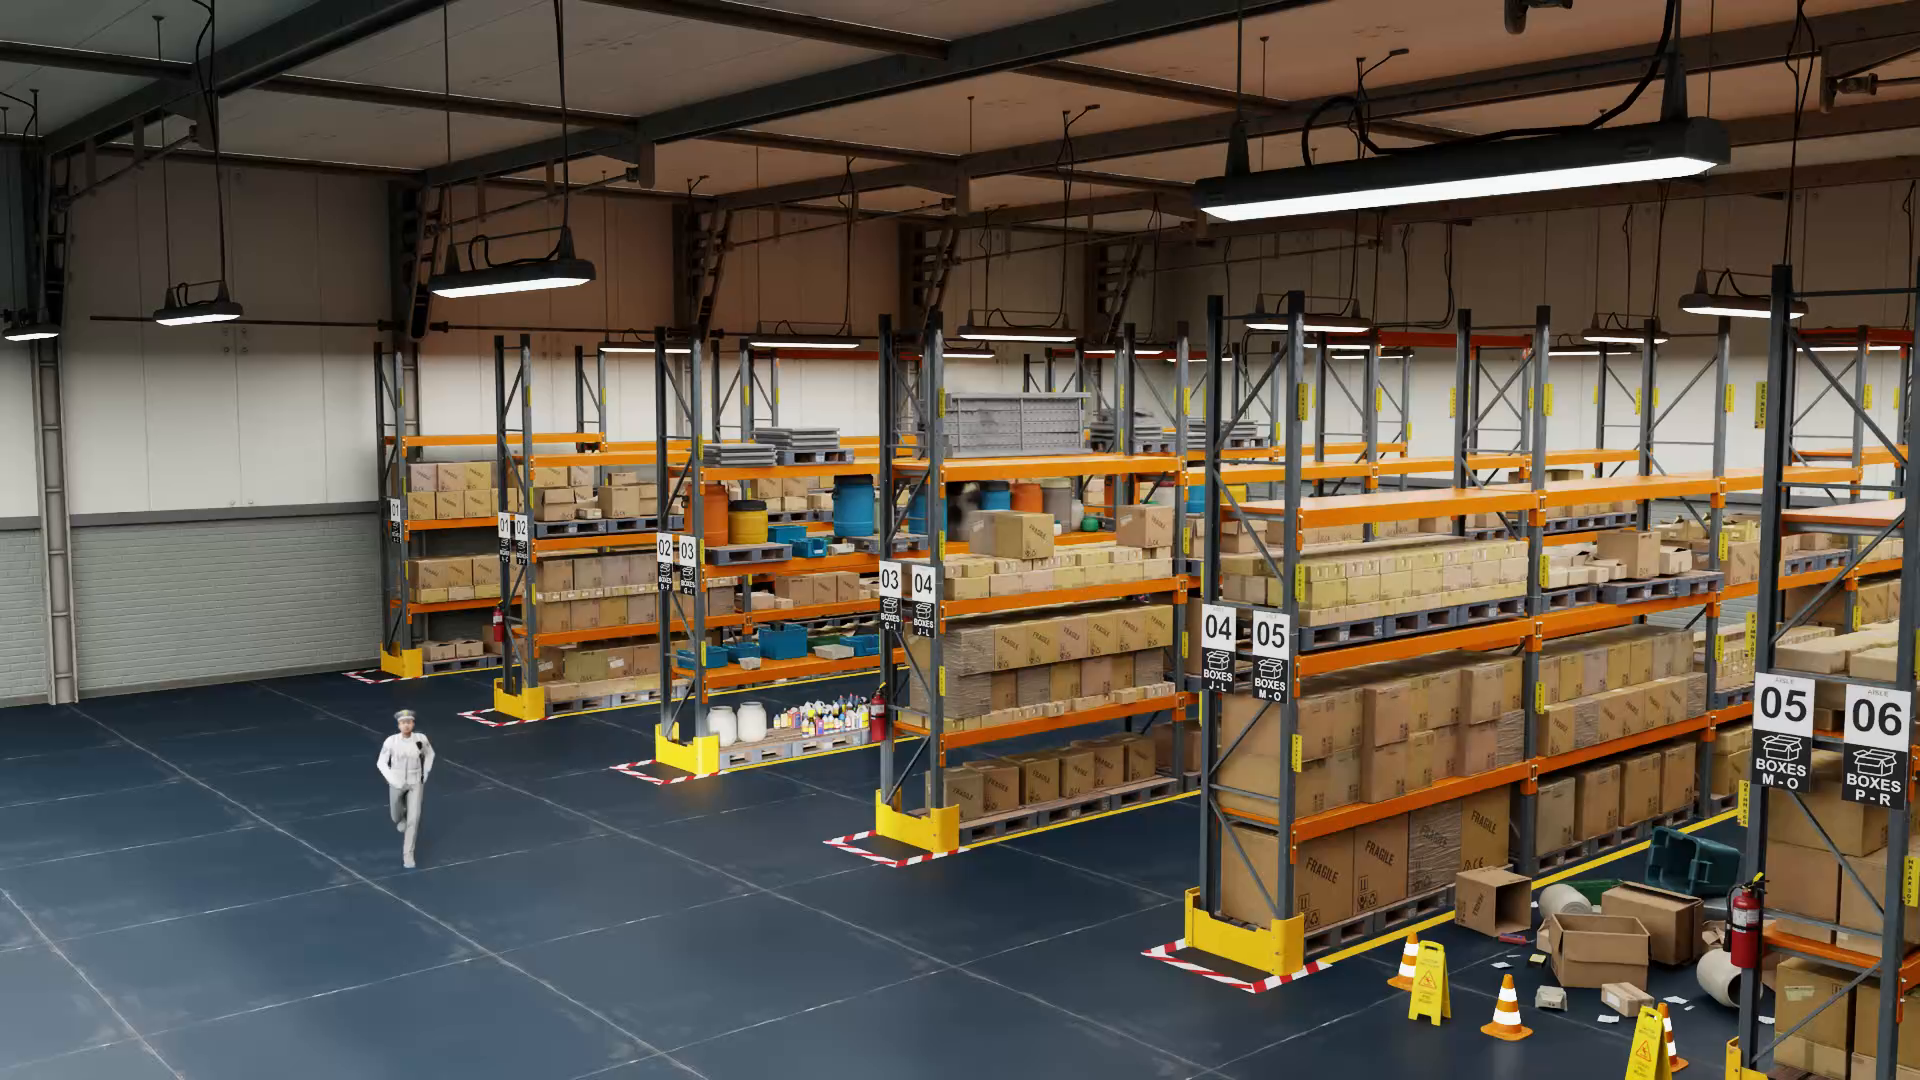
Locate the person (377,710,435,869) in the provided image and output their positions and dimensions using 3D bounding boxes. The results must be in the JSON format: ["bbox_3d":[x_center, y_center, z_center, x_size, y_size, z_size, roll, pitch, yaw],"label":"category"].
[{"bbox_3d":[-6.101,2.693,18.338,0.597,1.684,0.976,-1,5,-15],"label":"person"}]
